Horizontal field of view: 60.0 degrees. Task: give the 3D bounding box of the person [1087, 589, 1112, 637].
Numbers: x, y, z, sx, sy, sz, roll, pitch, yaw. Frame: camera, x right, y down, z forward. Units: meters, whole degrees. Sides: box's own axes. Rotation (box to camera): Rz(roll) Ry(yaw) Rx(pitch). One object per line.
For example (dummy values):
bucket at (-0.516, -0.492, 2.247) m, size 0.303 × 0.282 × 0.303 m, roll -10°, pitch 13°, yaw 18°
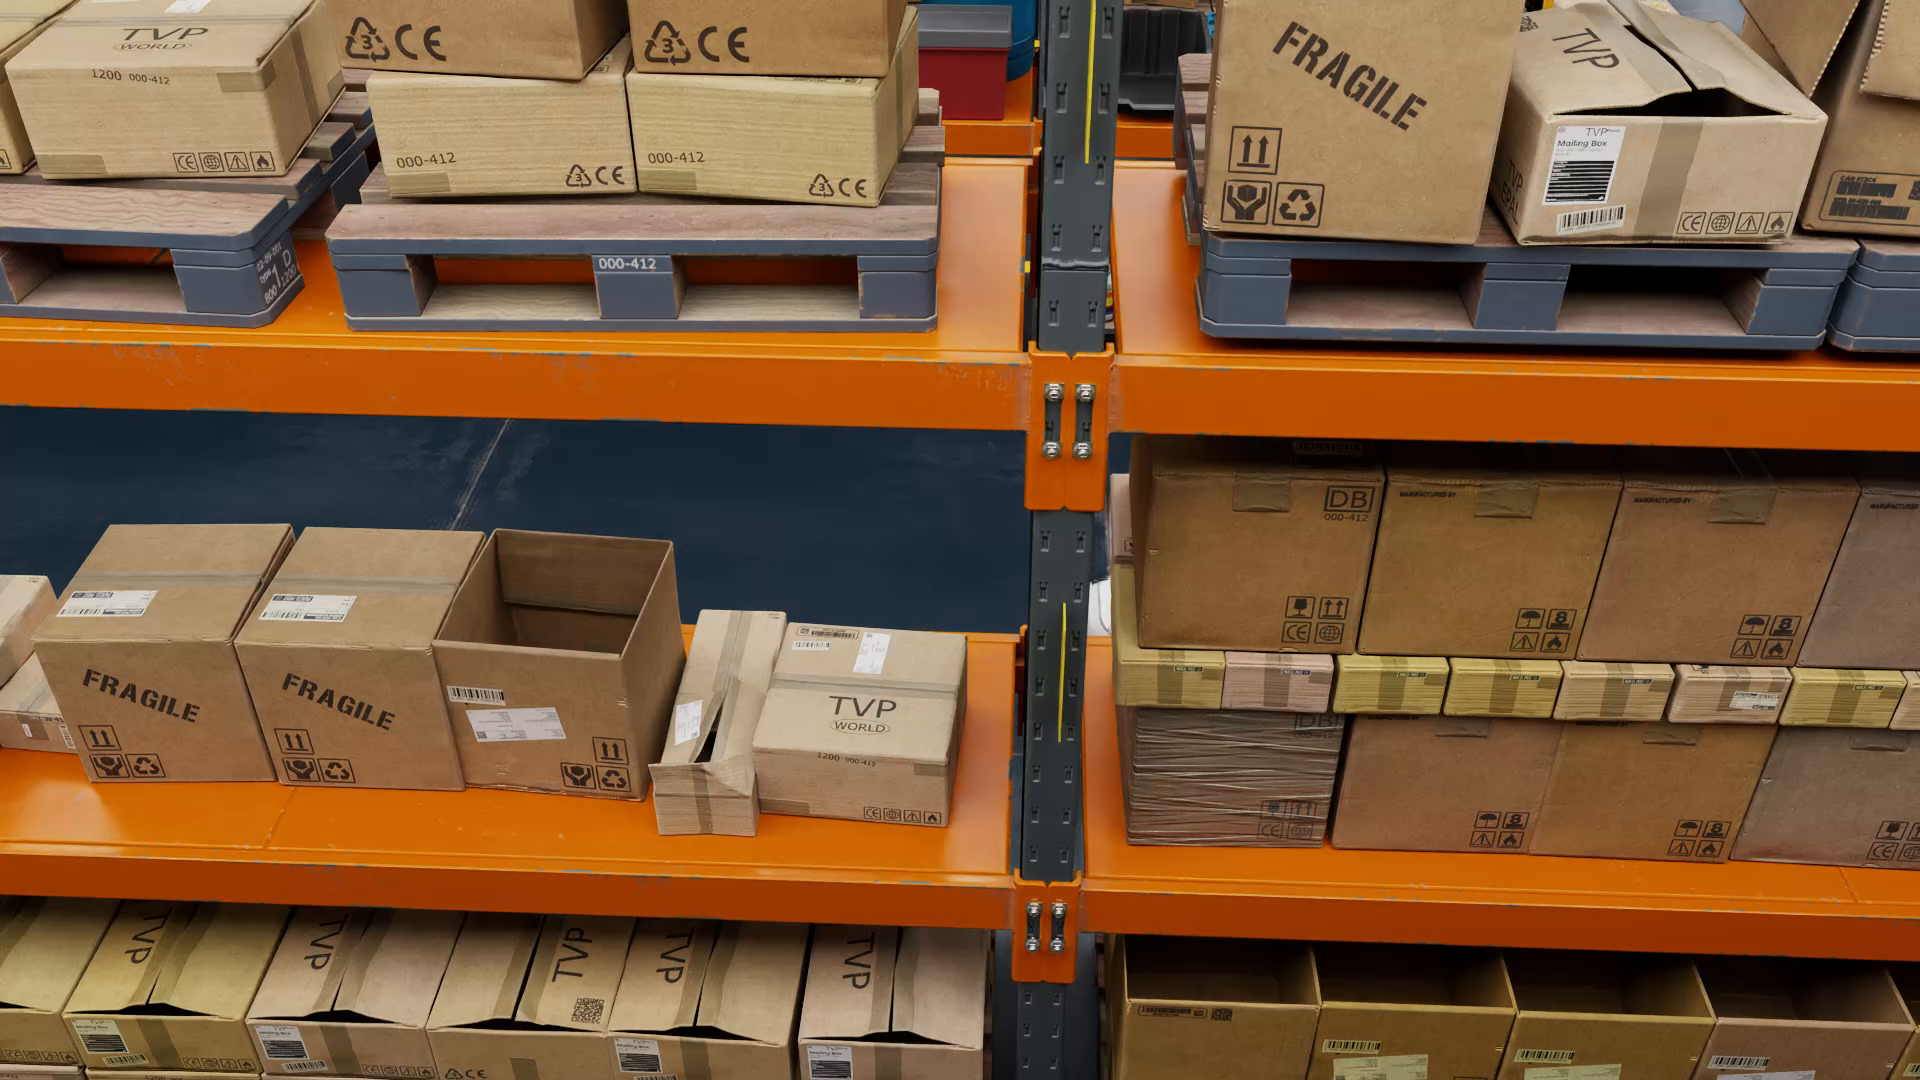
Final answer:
person at (0.827, 0.397, 6.217) m, size 0.849 × 0.946 × 0.494 m, roll 2°, pitch 36°, yaw 3°
